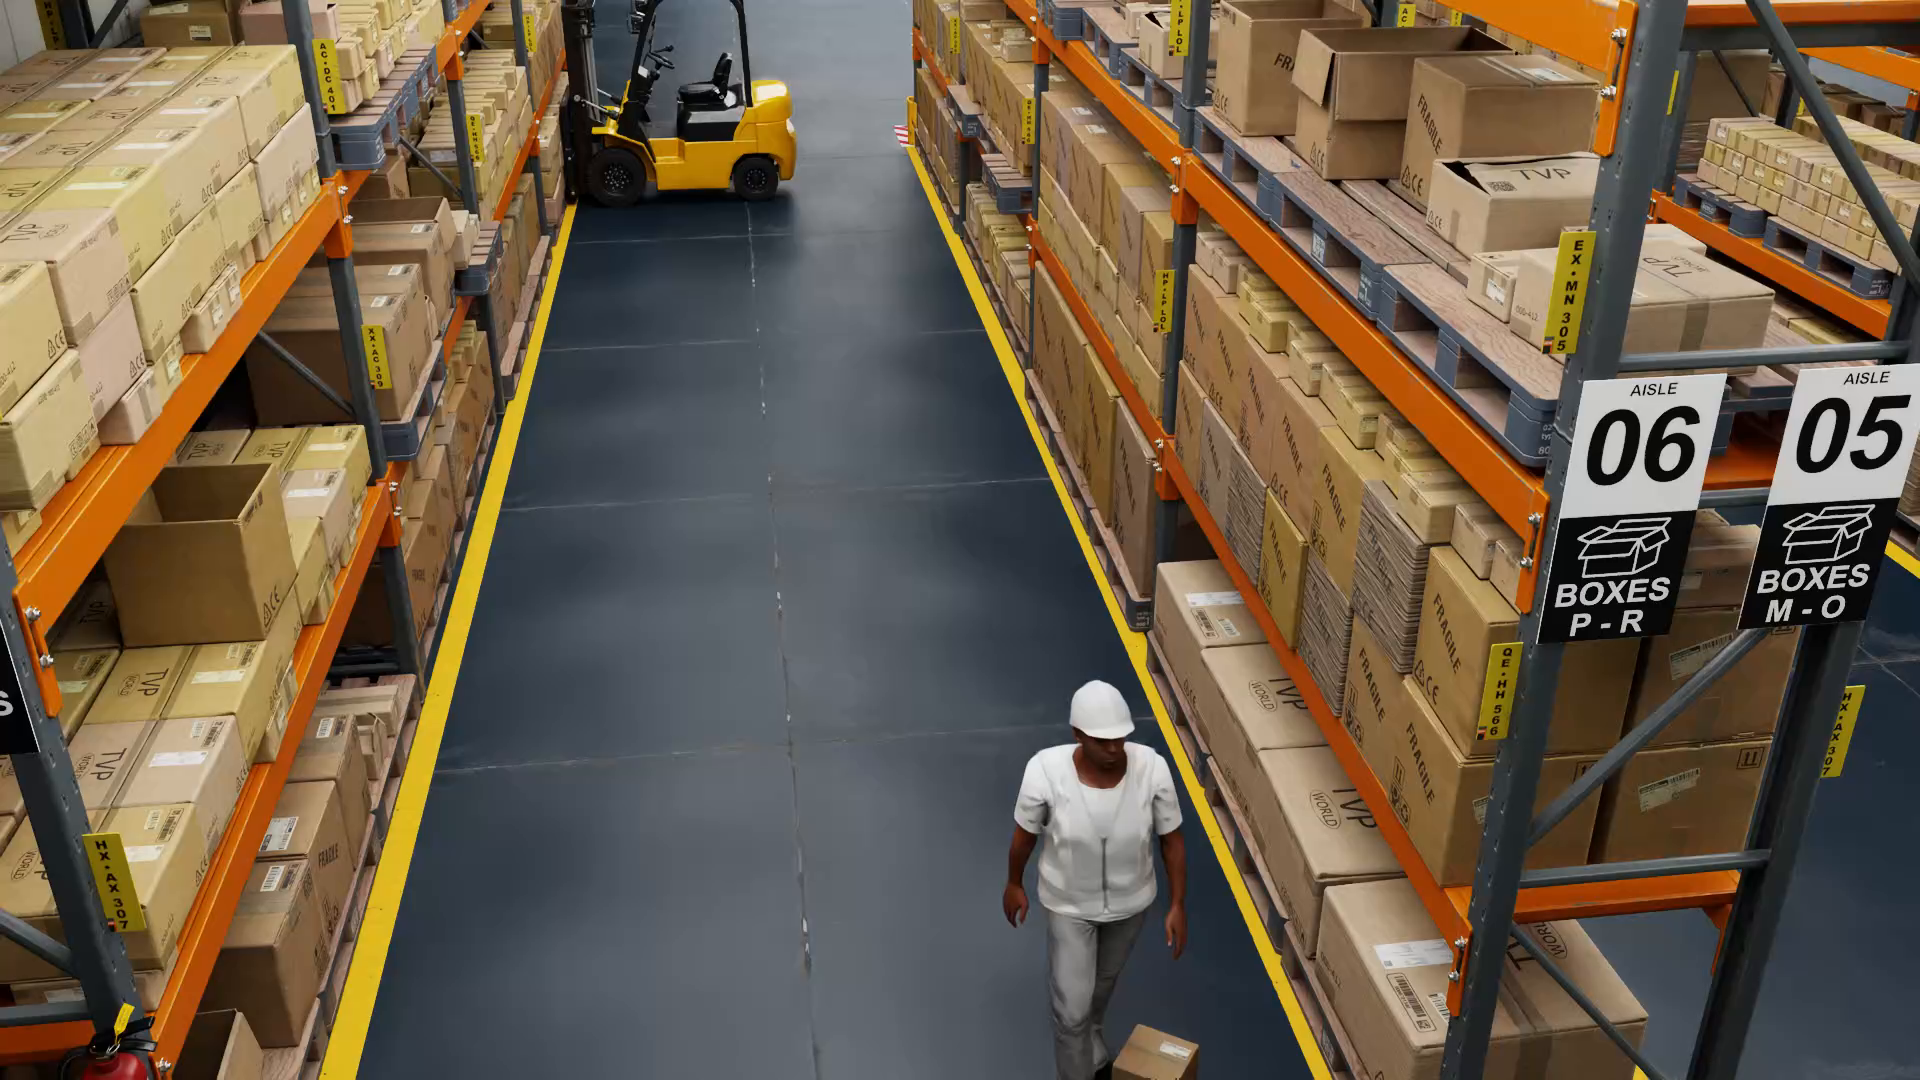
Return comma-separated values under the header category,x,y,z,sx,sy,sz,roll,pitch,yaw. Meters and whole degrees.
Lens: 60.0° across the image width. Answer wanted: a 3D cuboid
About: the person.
category,x,y,z,sx,sy,sz,roll,pitch,yaw
person,0.501,1.341,5.968,0.626,1.797,0.755,-4,27,-9
